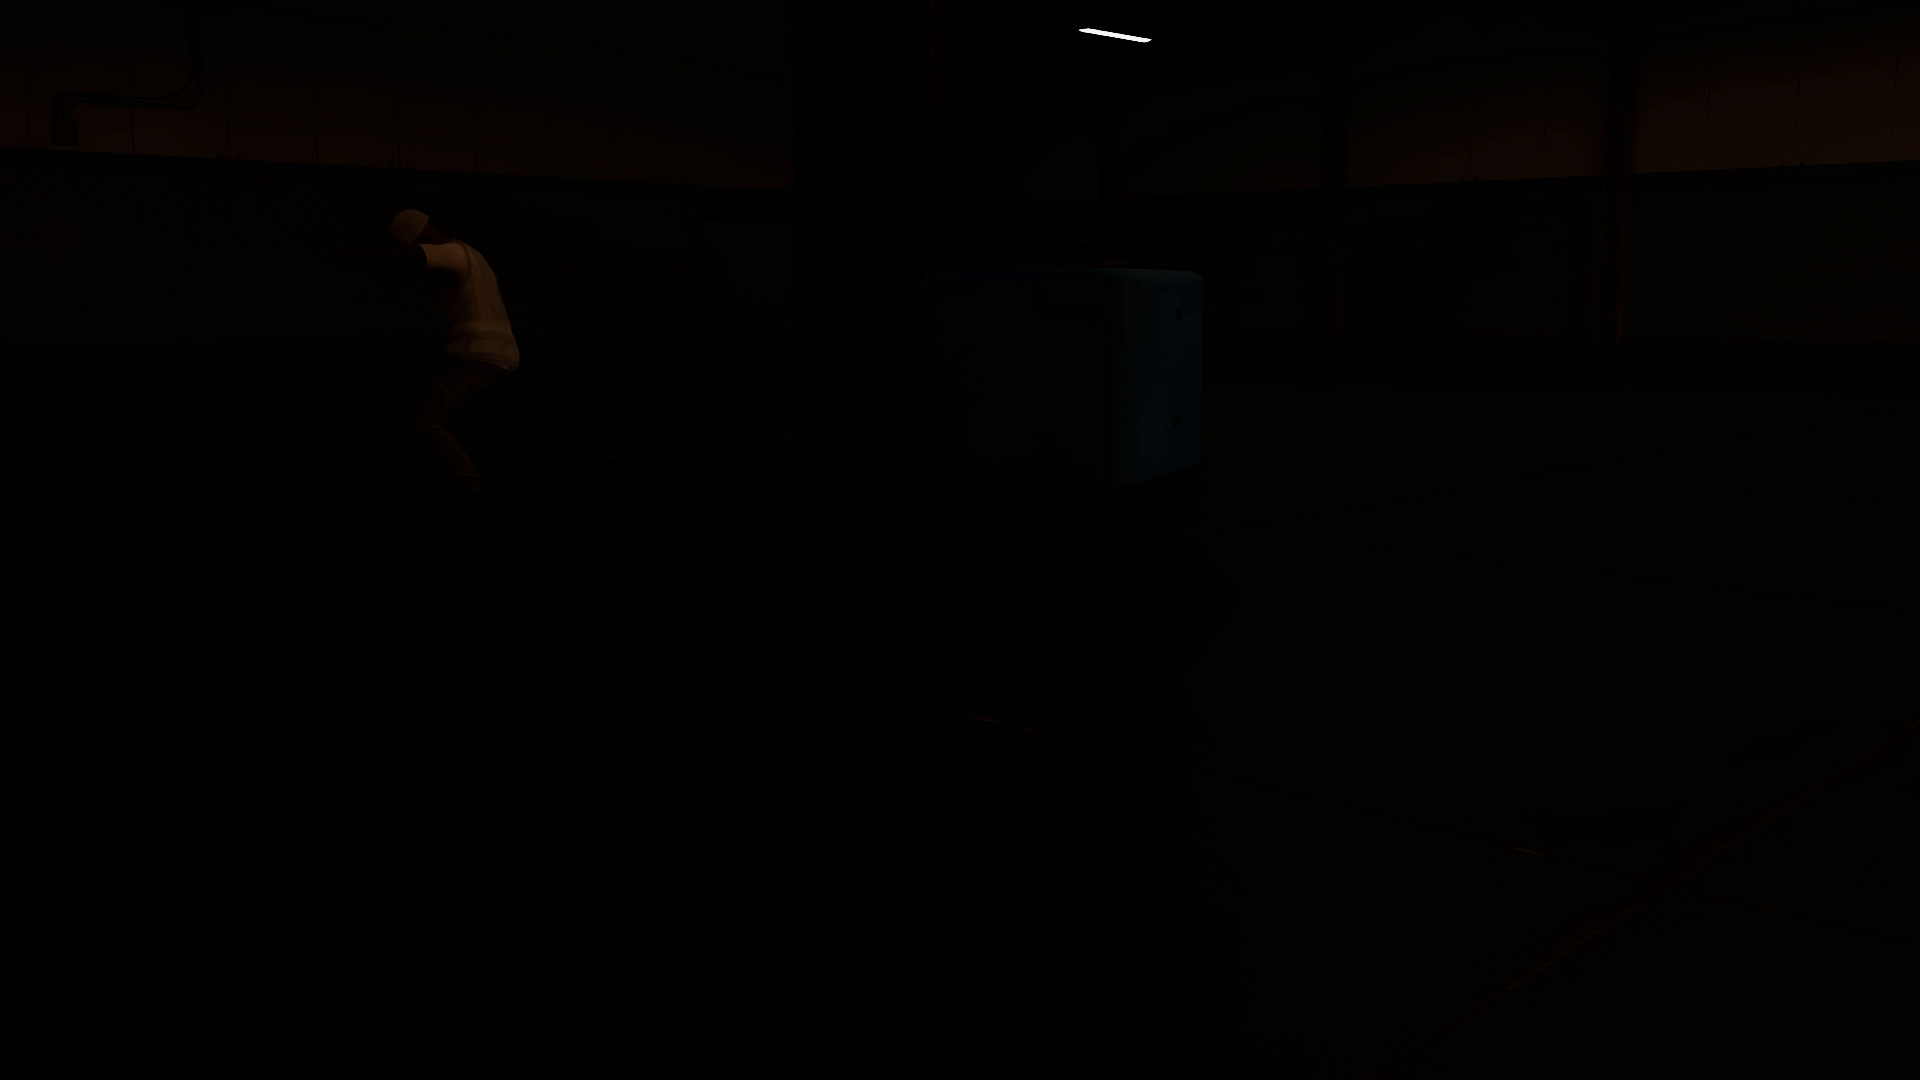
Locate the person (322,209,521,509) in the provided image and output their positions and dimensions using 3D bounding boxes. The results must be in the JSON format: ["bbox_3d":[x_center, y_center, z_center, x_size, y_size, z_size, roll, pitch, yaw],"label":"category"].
[{"bbox_3d":[-2.589,-0.911,8.219,0.954,1.424,1.258,1,9,9],"label":"person"}]

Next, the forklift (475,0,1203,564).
[{"bbox_3d":[-0.584,-1.484,6.729,3.031,2.935,1.130,4,9,23],"label":"forklift"}]
